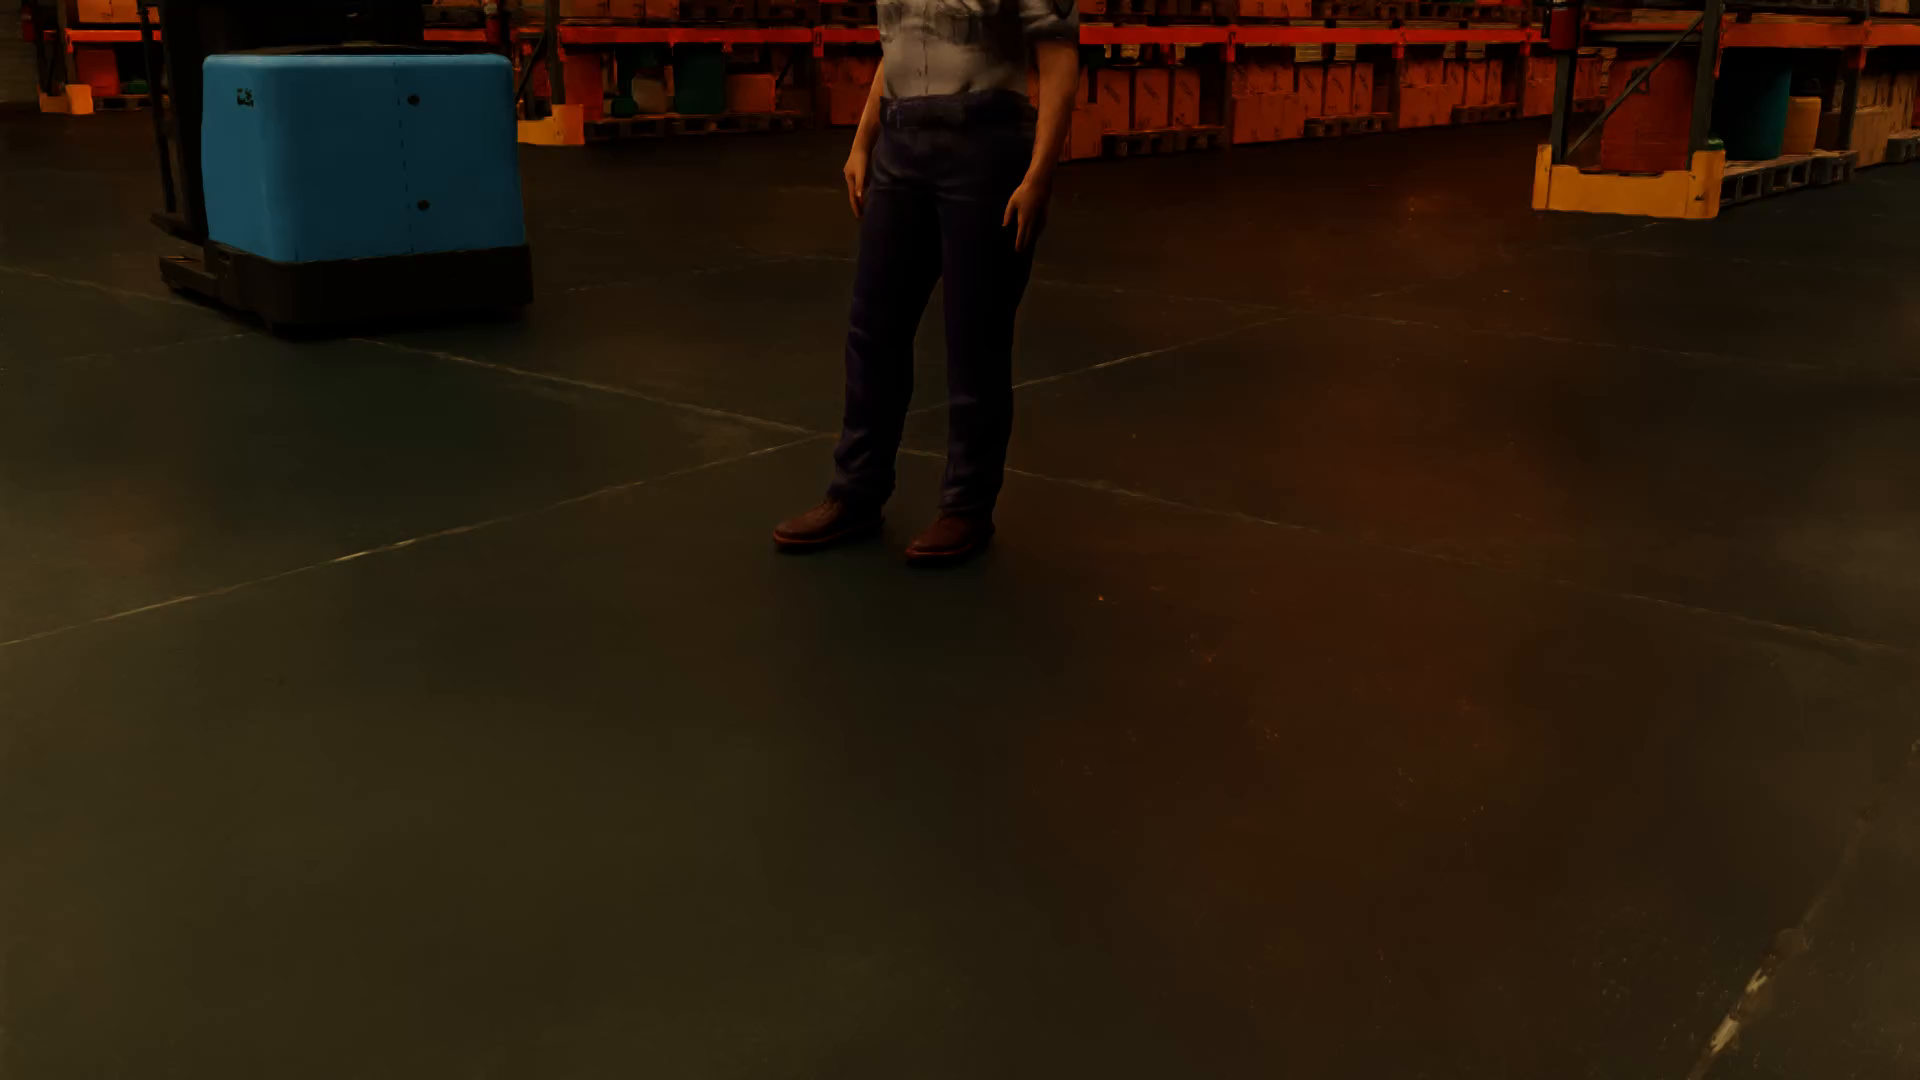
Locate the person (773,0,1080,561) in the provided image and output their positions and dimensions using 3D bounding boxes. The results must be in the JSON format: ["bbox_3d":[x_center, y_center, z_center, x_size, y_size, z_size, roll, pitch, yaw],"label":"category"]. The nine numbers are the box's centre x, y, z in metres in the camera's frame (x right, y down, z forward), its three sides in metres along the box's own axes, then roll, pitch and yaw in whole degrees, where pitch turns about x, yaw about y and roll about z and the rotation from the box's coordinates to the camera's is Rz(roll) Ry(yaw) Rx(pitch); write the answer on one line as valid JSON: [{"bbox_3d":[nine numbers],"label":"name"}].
[{"bbox_3d":[-0.075,-0.779,3.648,0.599,1.650,0.502,13,21,37],"label":"person"}]

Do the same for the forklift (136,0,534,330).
[{"bbox_3d":[-3.093,-2.598,7.453,1.130,2.935,3.031,-12,21,-35],"label":"forklift"}]
